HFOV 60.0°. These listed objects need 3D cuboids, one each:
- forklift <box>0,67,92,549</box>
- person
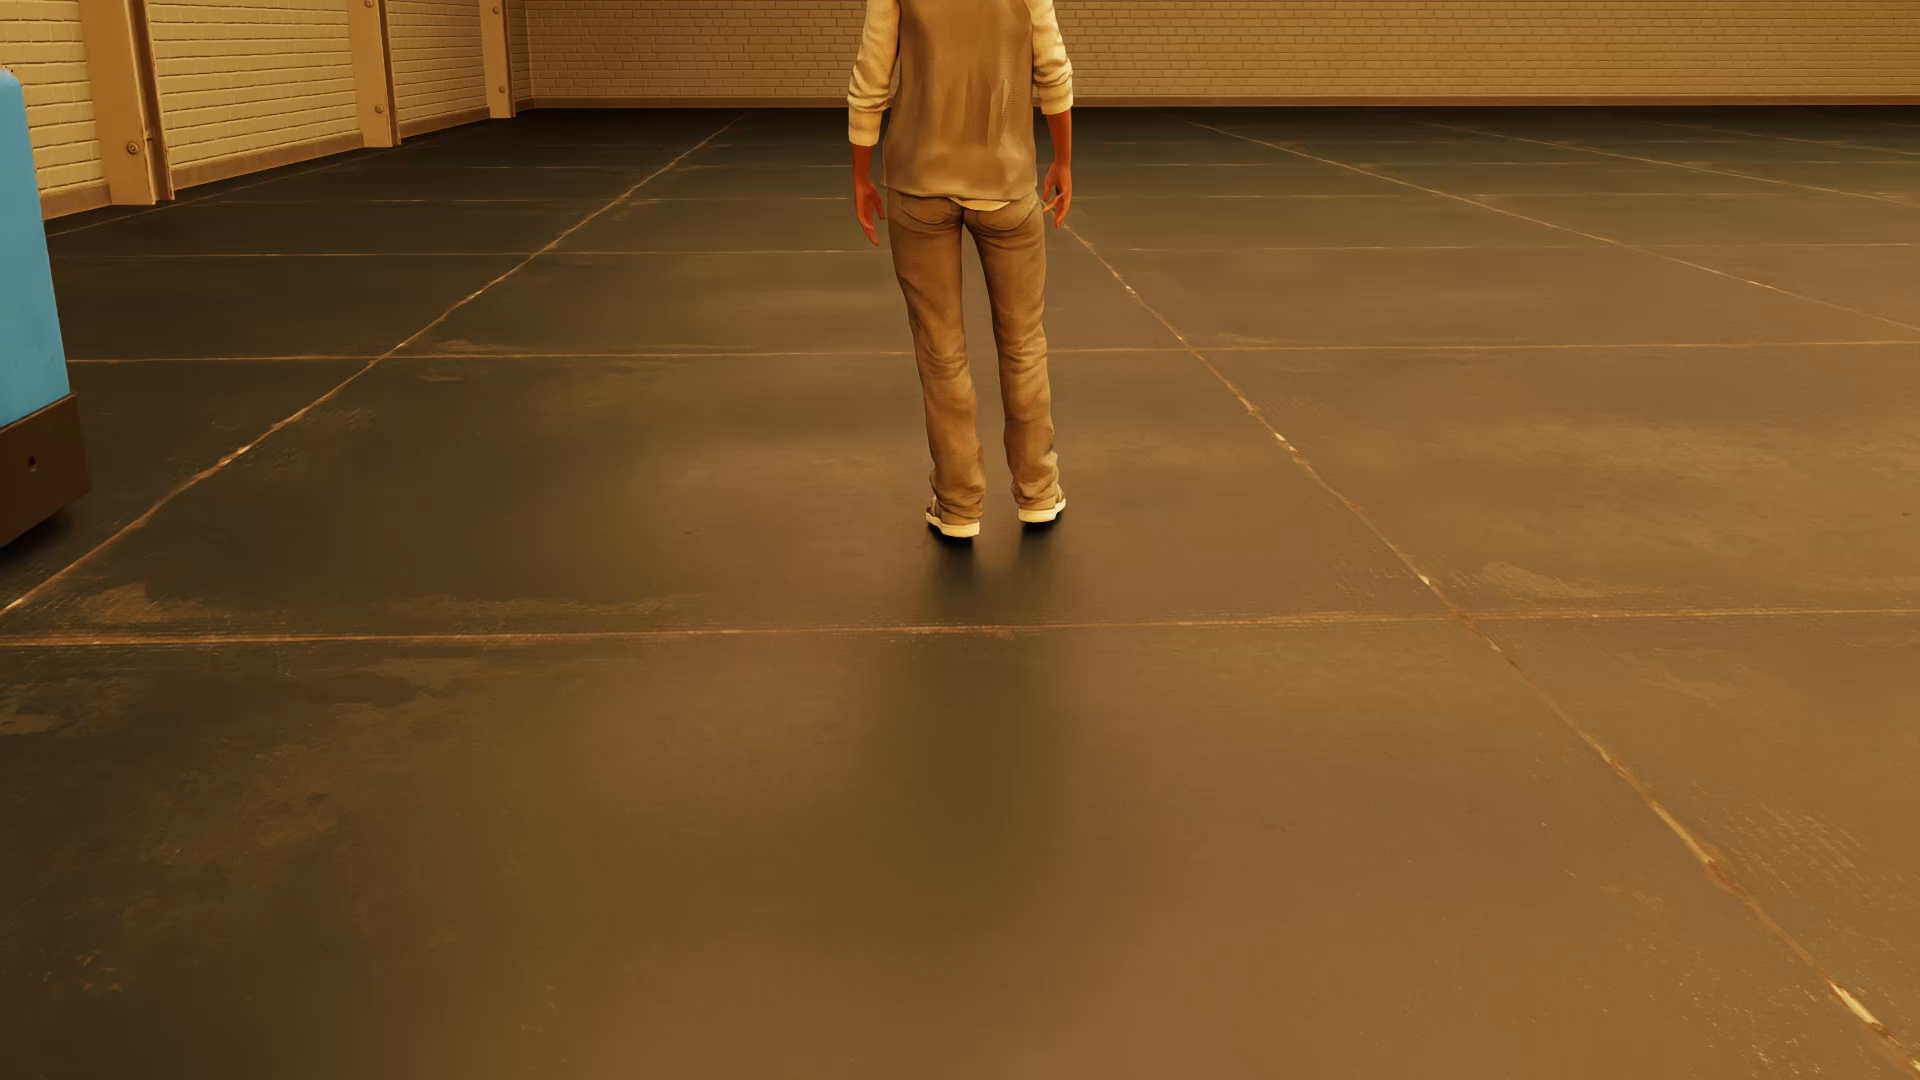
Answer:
[{"bbox_3d":[-3.595,-1.288,3.117,3.031,2.935,1.130,-2,17,-5],"label":"forklift"},{"bbox_3d":[0.010,-0.792,3.753,0.521,1.596,0.475,-1,17,-3],"label":"person"}]
